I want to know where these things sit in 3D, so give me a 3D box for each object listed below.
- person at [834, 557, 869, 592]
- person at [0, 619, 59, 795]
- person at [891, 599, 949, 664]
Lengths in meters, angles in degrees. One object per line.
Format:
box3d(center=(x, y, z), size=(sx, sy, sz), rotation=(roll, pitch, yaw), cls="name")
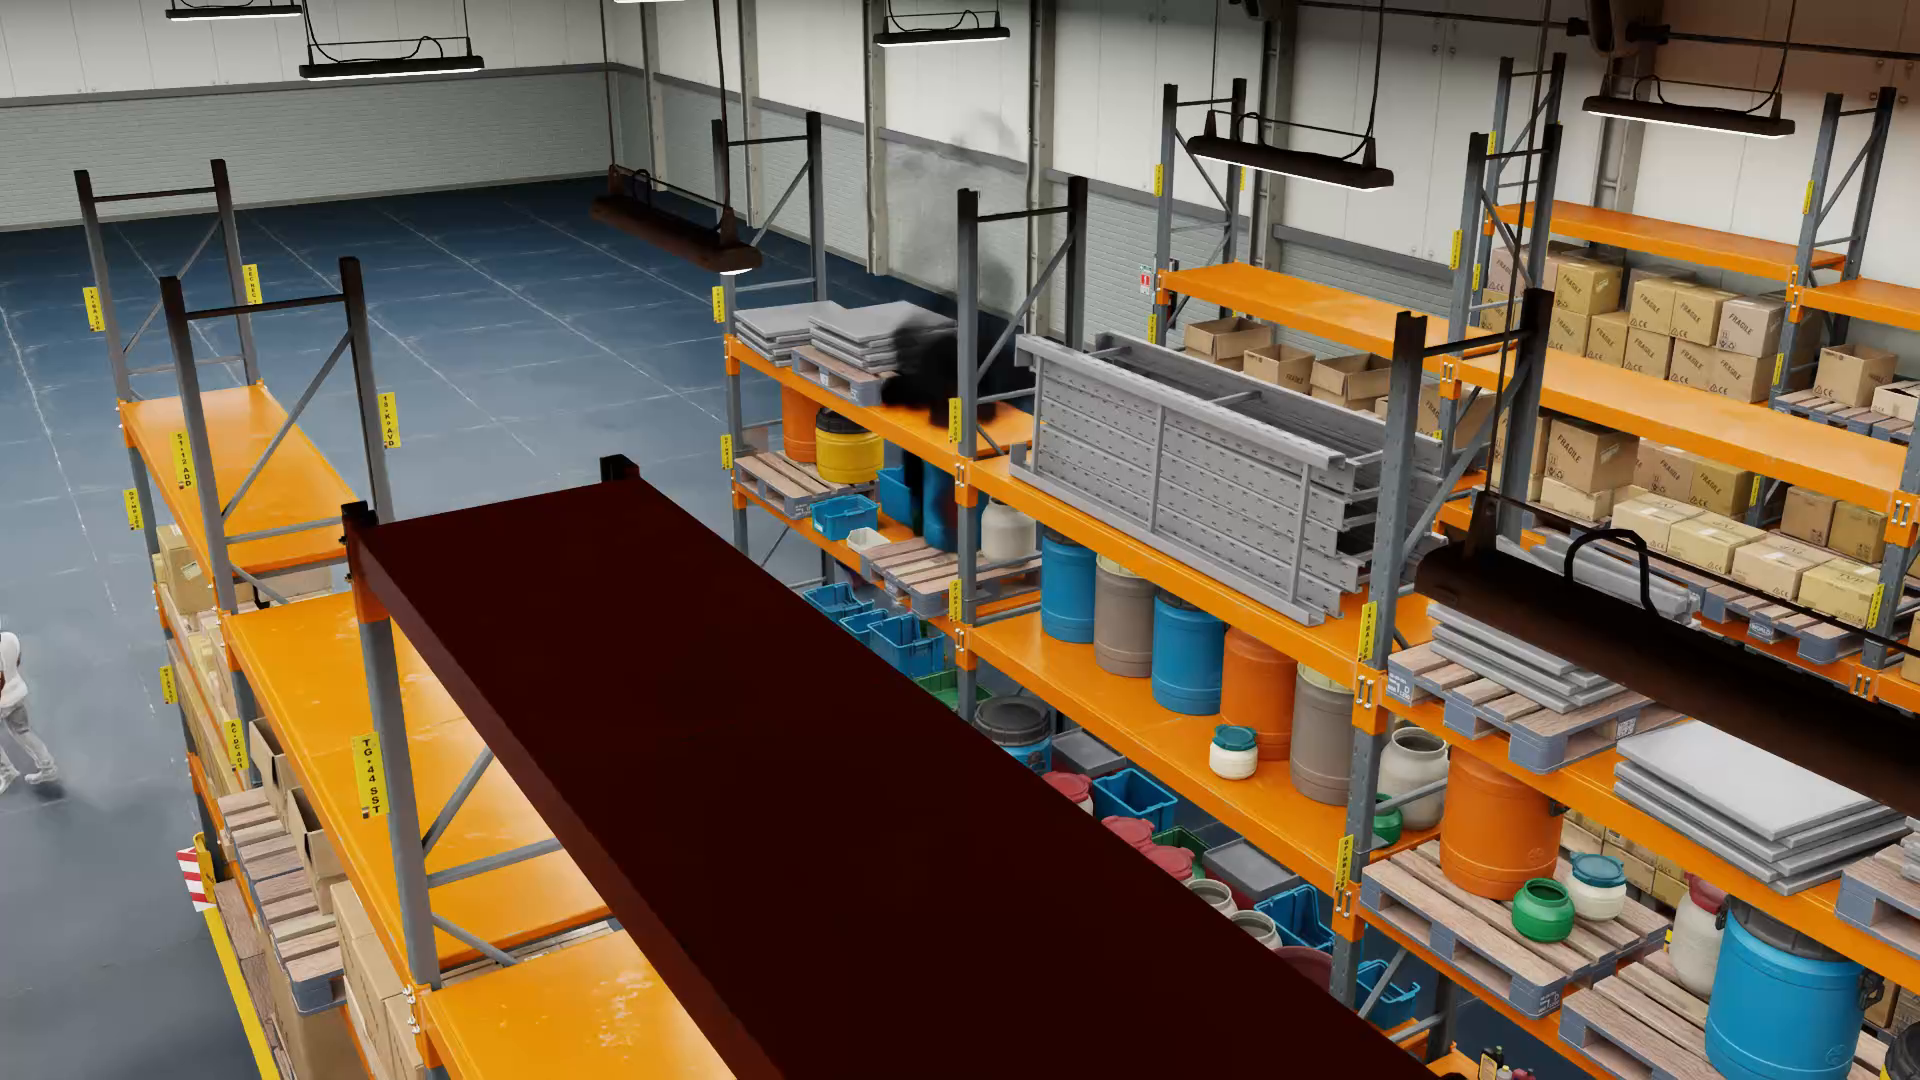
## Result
box3d(center=(-1.332, -0.101, 19.718), size=(0.623, 1.435, 0.608), rotation=(-2, 22, -5), cls="person")
box3d(center=(-8.827, 1.493, 15.308), size=(0.737, 1.816, 0.653), rotation=(2, 22, 4), cls="person")
box3d(center=(-0.452, 0.719, 17.270), size=(0.539, 1.739, 0.670), rotation=(10, 24, 23), cls="person")
